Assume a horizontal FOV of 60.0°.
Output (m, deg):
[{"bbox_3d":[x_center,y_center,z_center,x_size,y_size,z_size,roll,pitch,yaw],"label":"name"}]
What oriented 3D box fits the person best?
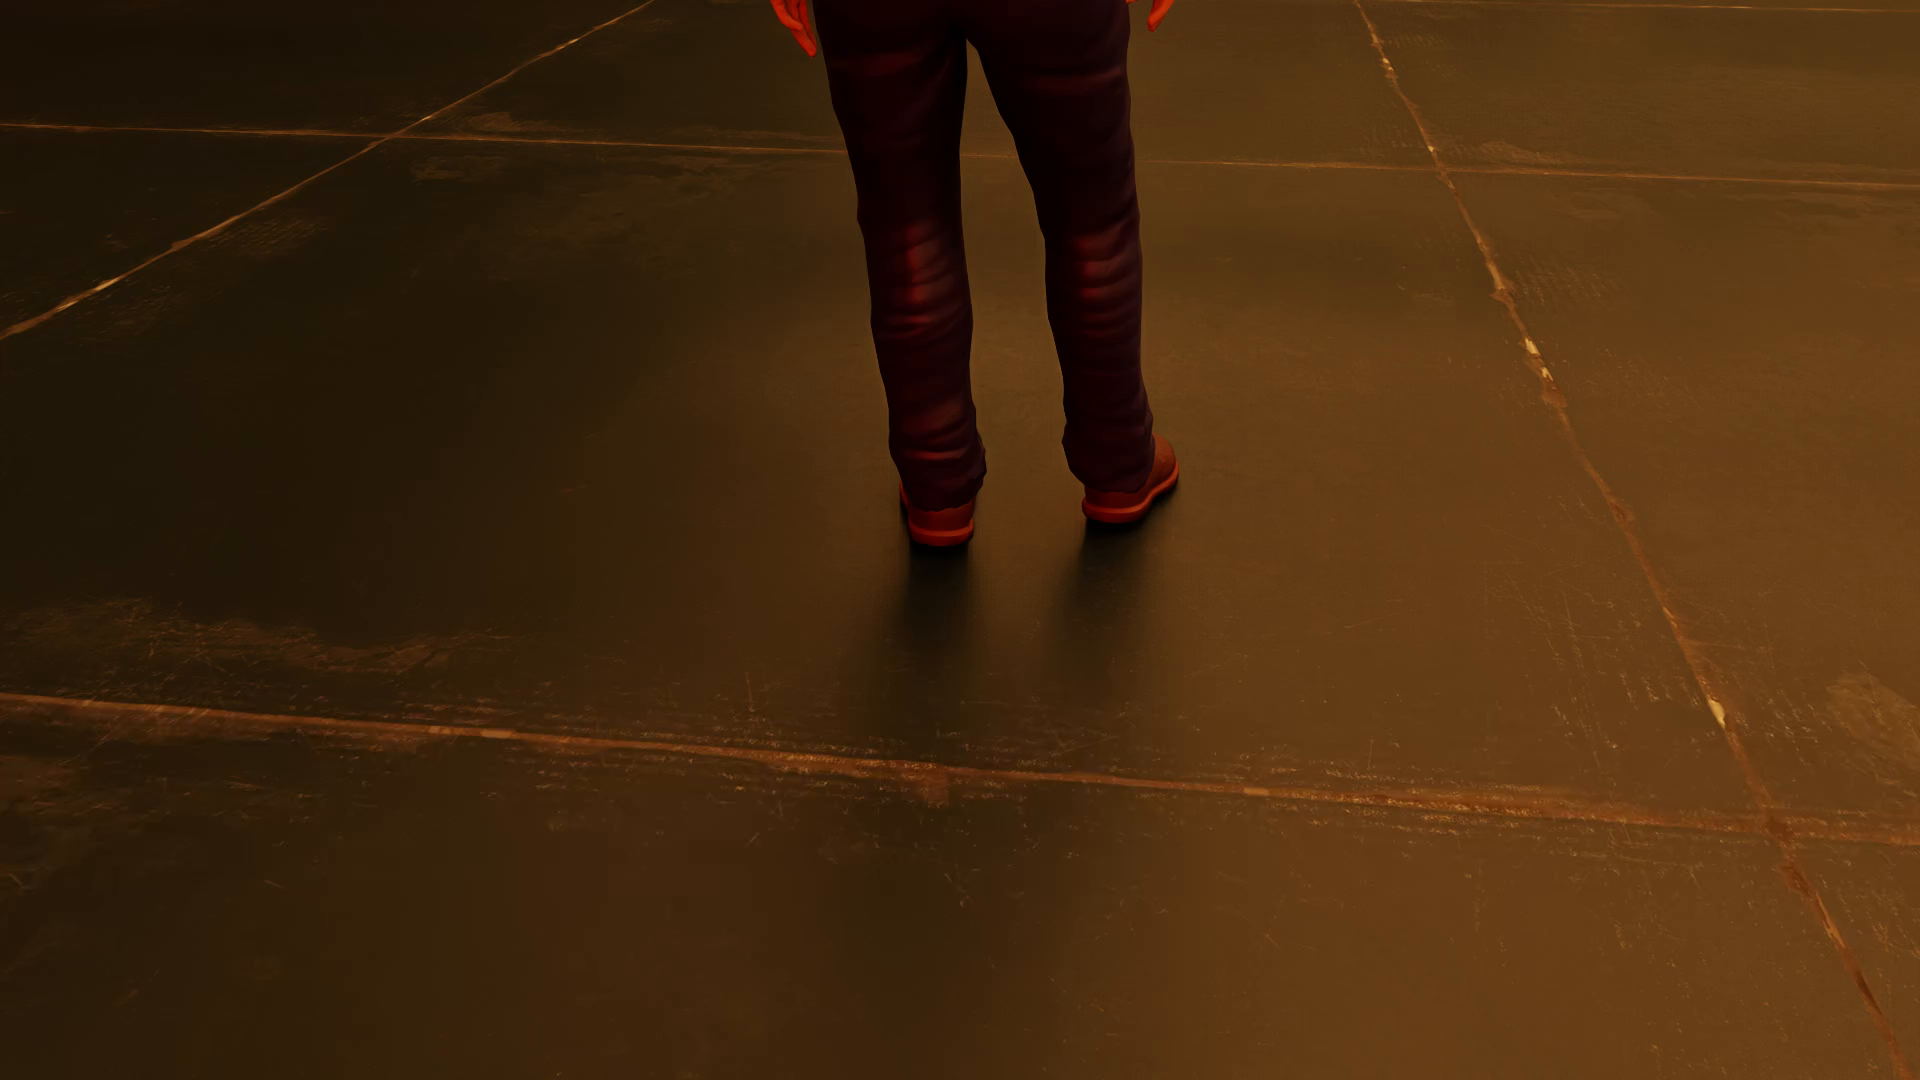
[{"bbox_3d":[0.035,-0.782,2.206,0.598,1.651,0.502,3,27,7],"label":"person"}]
